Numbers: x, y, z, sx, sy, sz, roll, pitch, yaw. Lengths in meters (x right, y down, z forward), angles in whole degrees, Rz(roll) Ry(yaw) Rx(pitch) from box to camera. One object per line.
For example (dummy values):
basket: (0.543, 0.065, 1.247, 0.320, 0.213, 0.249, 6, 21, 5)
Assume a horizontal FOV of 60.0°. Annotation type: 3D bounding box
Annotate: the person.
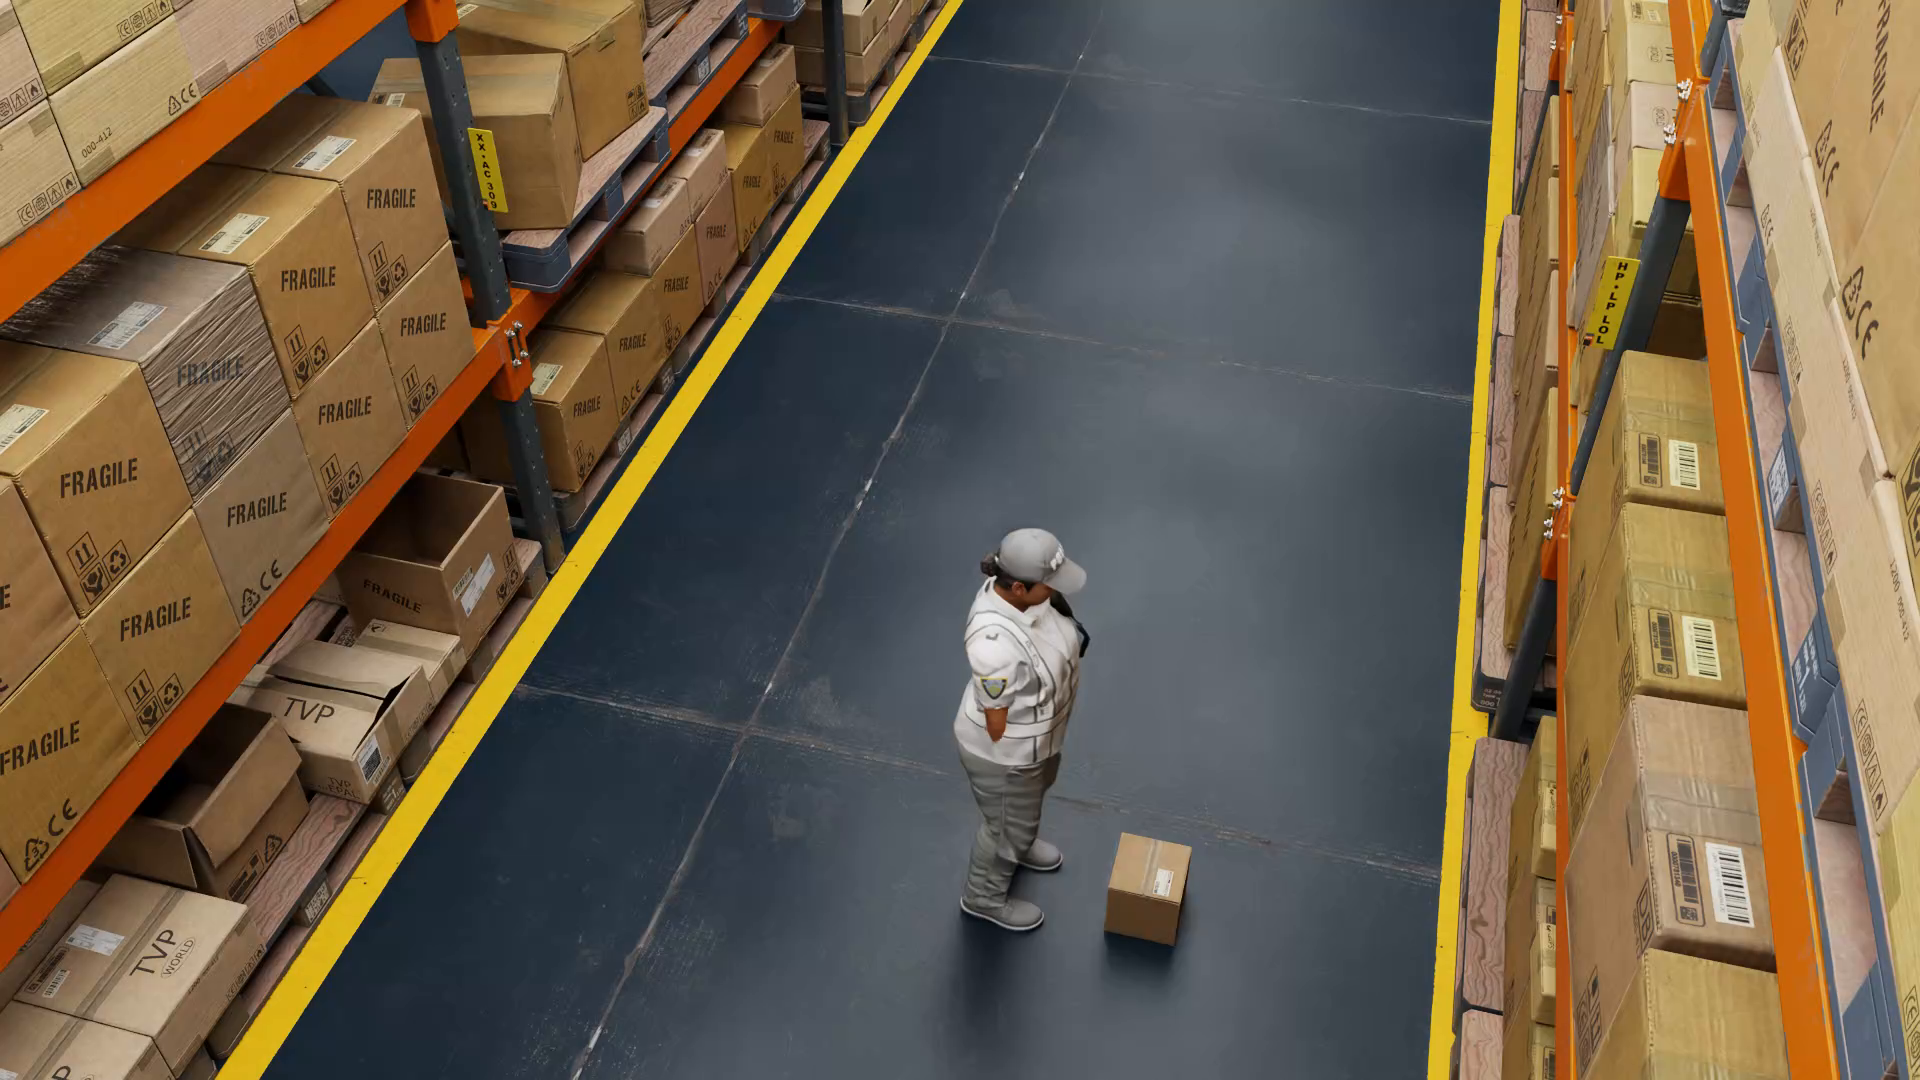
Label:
person: (0.193, 0.607, 5.477, 0.389, 1.656, 0.473, 11, 42, 12)
